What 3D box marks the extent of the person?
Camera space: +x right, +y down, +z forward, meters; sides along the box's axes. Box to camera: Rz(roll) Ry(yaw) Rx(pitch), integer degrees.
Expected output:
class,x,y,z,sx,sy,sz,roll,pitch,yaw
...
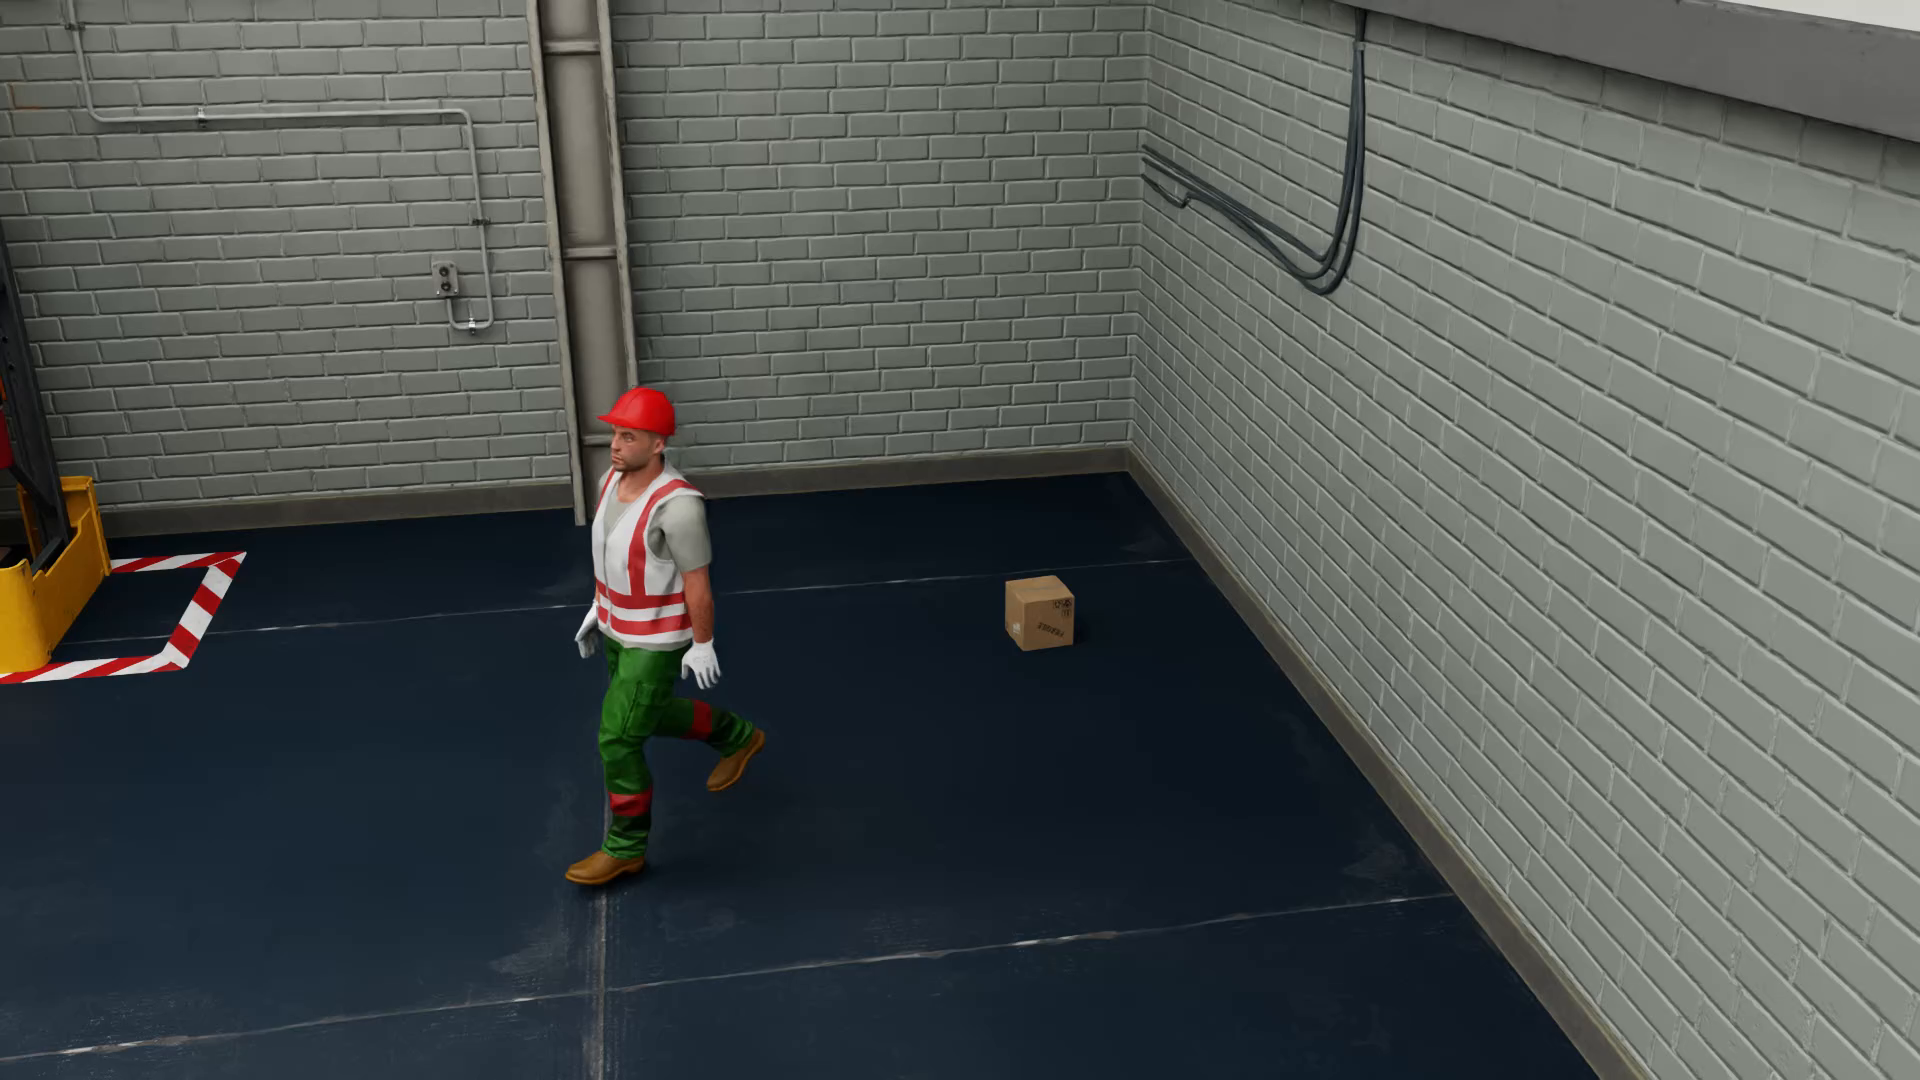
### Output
class,x,y,z,sx,sy,sz,roll,pitch,yaw
person,-1.062,0.302,5.834,0.918,1.756,0.537,-17,28,-34
